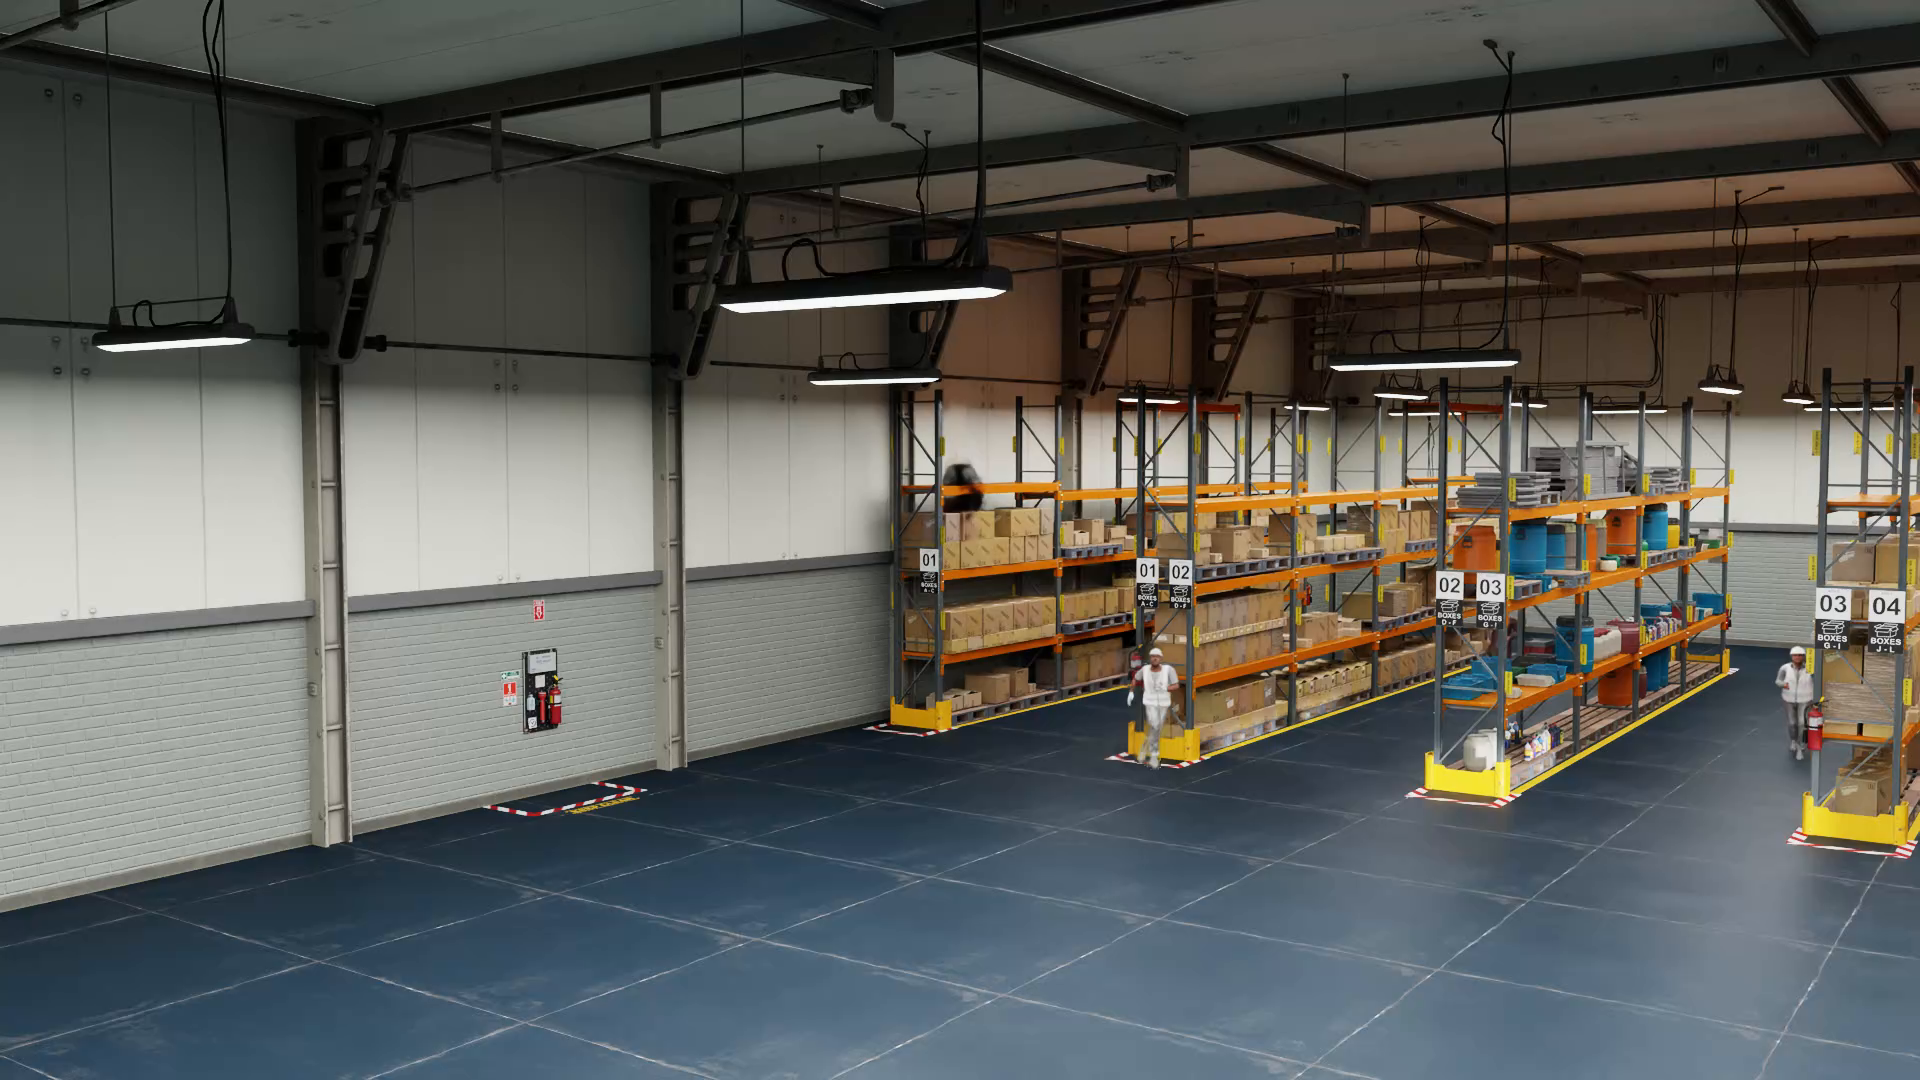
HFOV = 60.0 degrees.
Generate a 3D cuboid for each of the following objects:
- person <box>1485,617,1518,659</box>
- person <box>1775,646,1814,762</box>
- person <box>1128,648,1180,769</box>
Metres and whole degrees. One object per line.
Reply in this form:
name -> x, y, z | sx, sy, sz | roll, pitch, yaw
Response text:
person -> 11.162, 2.198, 34.328 | 0.773, 1.738, 0.572 | 2, 4, 34
person -> 13.490, 2.599, 26.810 | 0.610, 1.805, 0.889 | 2, 4, 35
person -> 2.943, 2.528, 25.255 | 0.728, 1.782, 0.692 | 0, 3, -6
